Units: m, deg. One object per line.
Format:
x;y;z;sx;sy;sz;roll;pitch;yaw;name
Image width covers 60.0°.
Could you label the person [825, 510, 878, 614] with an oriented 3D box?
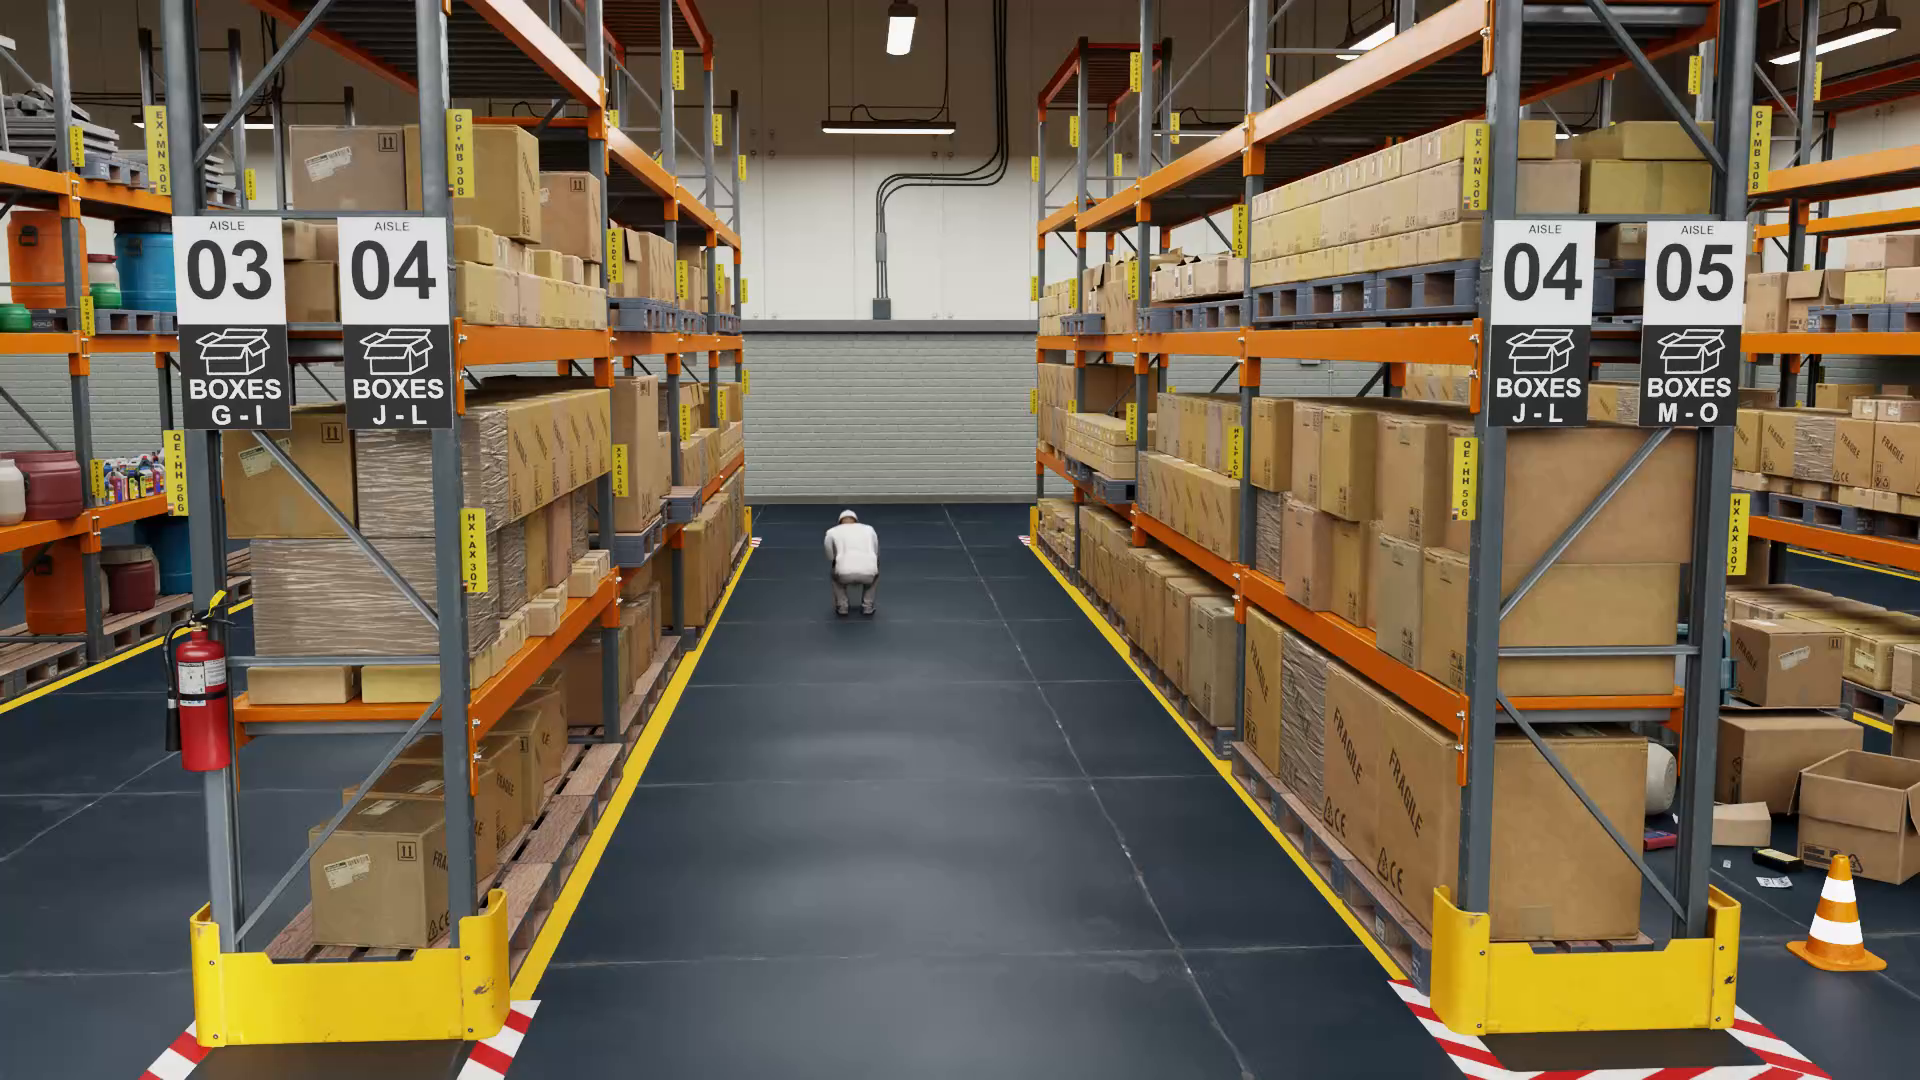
-1.110;0.223;17.020;0.547;1.008;0.905;-1;7;-5;person
